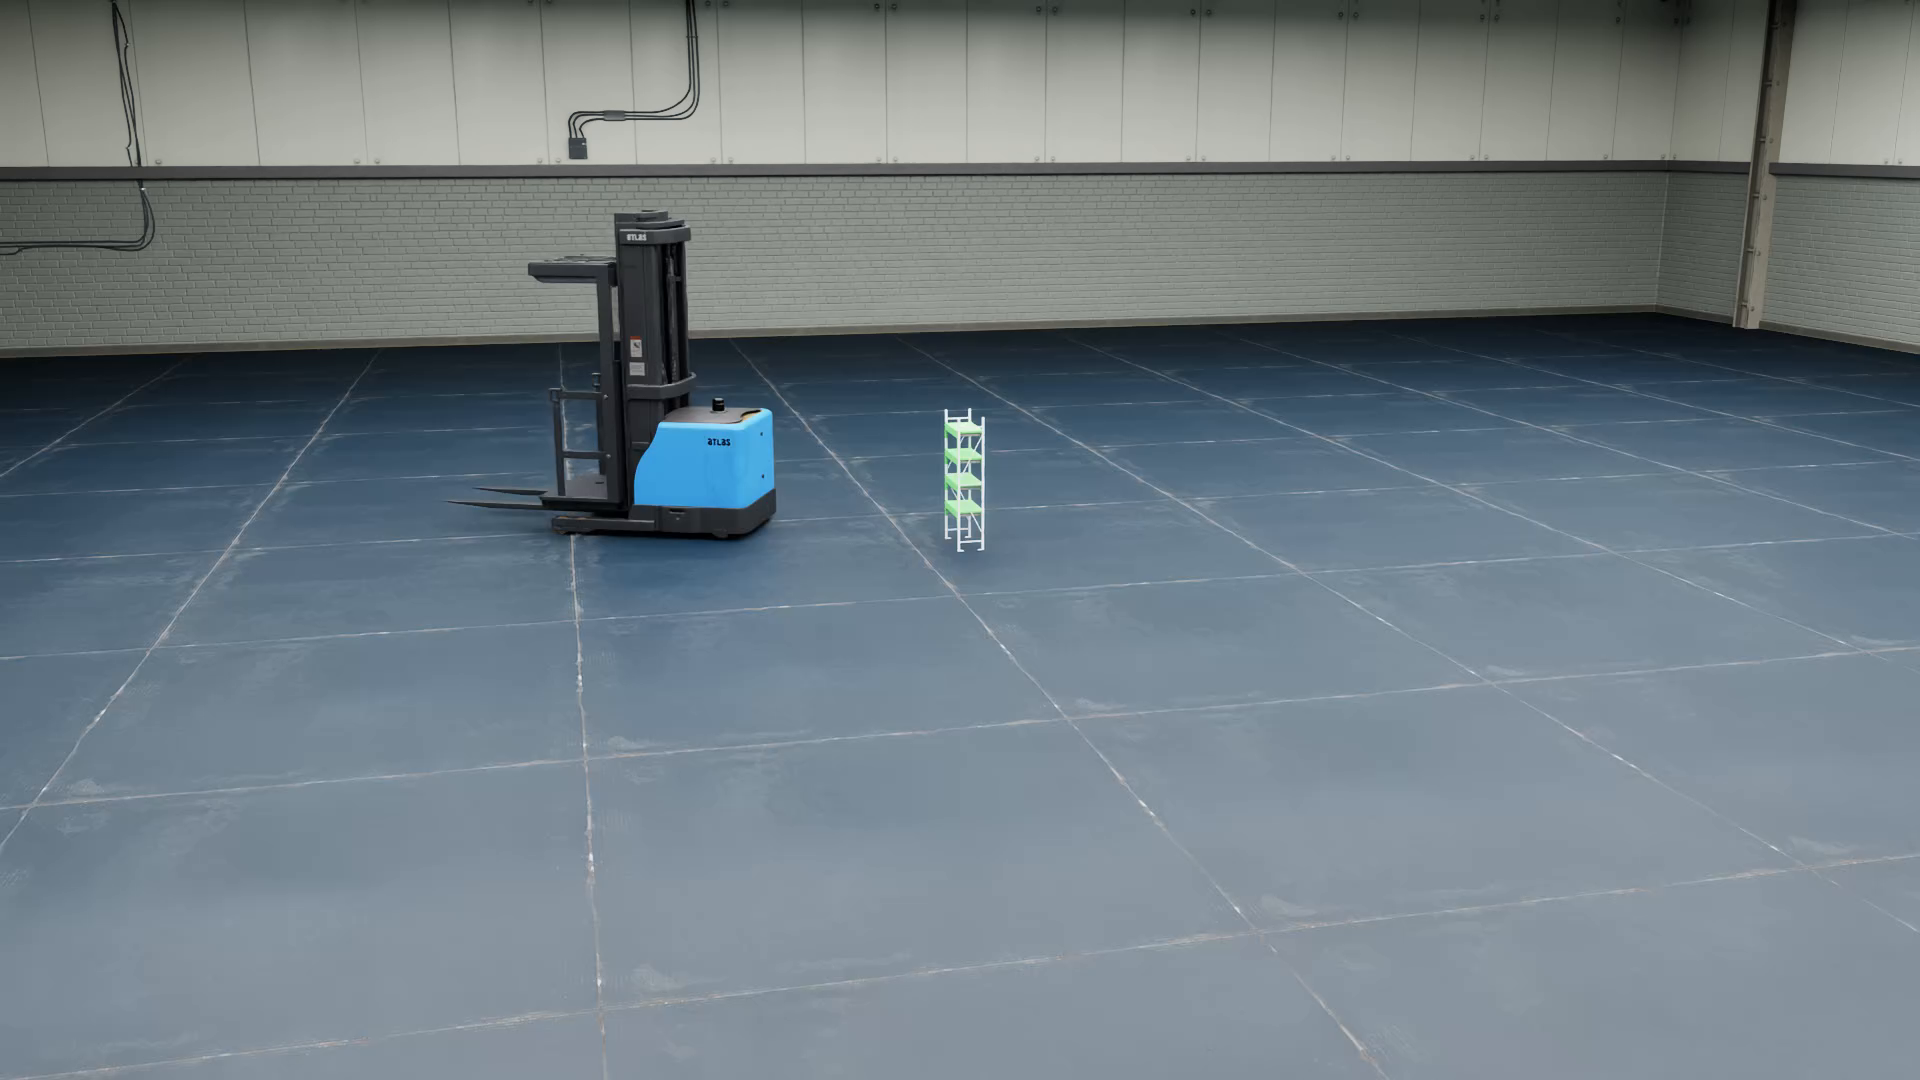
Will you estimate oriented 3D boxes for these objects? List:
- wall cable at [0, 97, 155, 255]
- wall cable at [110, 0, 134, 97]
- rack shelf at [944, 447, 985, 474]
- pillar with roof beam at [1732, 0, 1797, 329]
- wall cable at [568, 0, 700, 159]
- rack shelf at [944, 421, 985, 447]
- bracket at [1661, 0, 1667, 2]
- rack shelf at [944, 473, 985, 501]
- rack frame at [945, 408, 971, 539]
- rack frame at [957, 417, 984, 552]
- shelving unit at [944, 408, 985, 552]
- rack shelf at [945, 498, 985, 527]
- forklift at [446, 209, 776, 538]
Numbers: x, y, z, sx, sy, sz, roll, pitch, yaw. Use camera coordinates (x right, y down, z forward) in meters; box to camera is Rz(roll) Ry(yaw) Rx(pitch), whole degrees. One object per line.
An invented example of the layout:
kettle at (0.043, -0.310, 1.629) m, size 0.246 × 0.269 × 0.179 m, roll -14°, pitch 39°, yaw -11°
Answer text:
wall cable at (-14.918, -5.942, 27.153) m, size 3.097 × 2.526 × 0.112 m, roll -3°, pitch 14°, yaw -13°
wall cable at (-12.288, -8.546, 27.171) m, size 3.097 × 2.526 × 0.112 m, roll -3°, pitch 14°, yaw -13°
rack shelf at (0.039, -0.716, 14.910) m, size 0.258 × 0.148 × 0.480 m, roll -3°, pitch 14°, yaw -13°
pillar with roof beam at (10.923, -8.213, 29.905) m, size 9.100 × 9.000 × 0.548 m, roll -3°, pitch 14°, yaw -13°
wall cable at (-5.686, -9.628, 28.532) m, size 2.305 × 6.003 × 0.169 m, roll -3°, pitch 14°, yaw -13°
rack shelf at (0.039, -0.949, 14.853) m, size 0.258 × 0.148 × 0.480 m, roll -3°, pitch 14°, yaw -13°
bracket at (14.108, -10.824, 33.009) m, size 0.235 × 0.232 × 0.430 m, roll -3°, pitch 14°, yaw -13°
rack shelf at (0.039, -0.483, 14.966) m, size 0.258 × 0.148 × 0.480 m, roll -3°, pitch 14°, yaw -13°
rack frame at (-0.018, -0.601, 15.182) m, size 0.240 × 1.200 × 0.015 m, roll -3°, pitch 14°, yaw -13°
rack frame at (0.096, -0.488, 14.721) m, size 0.240 × 1.200 × 0.015 m, roll -3°, pitch 14°, yaw -13°
shelving unit at (0.039, -0.545, 14.951) m, size 0.258 × 1.200 × 0.503 m, roll -3°, pitch 14°, yaw -13°
rack shelf at (0.039, -0.249, 15.023) m, size 0.258 × 0.148 × 0.480 m, roll -3°, pitch 14°, yaw -13°
forklift at (-3.342, -1.589, 15.576) m, size 3.031 × 2.935 × 1.130 m, roll 2°, pitch 14°, yaw 10°
